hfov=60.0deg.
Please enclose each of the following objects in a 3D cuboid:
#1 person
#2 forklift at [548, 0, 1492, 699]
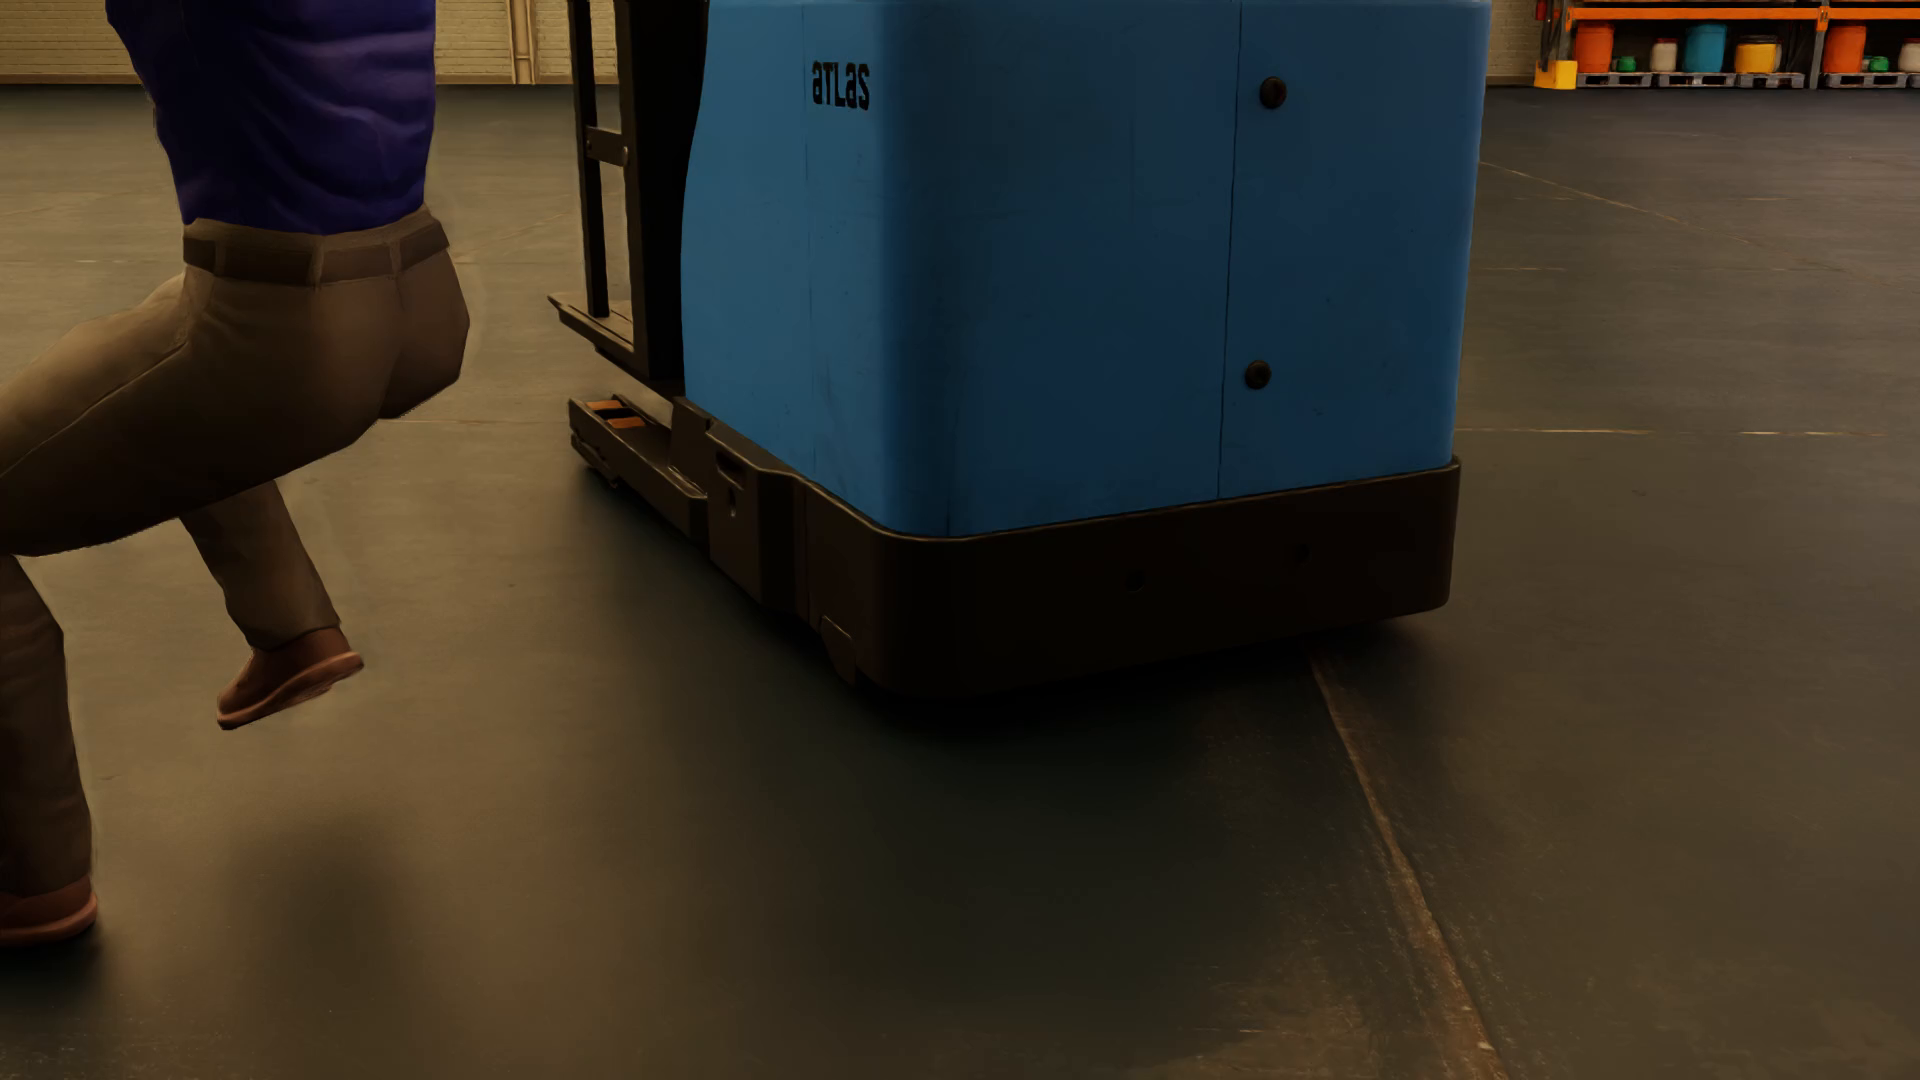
[{"bbox_3d":[-0.909,-0.286,1.825,0.658,1.456,0.985,5,18,16],"label":"person"},{"bbox_3d":[-0.267,-1.563,3.461,1.130,2.935,3.031,-8,19,-25],"label":"forklift"}]
